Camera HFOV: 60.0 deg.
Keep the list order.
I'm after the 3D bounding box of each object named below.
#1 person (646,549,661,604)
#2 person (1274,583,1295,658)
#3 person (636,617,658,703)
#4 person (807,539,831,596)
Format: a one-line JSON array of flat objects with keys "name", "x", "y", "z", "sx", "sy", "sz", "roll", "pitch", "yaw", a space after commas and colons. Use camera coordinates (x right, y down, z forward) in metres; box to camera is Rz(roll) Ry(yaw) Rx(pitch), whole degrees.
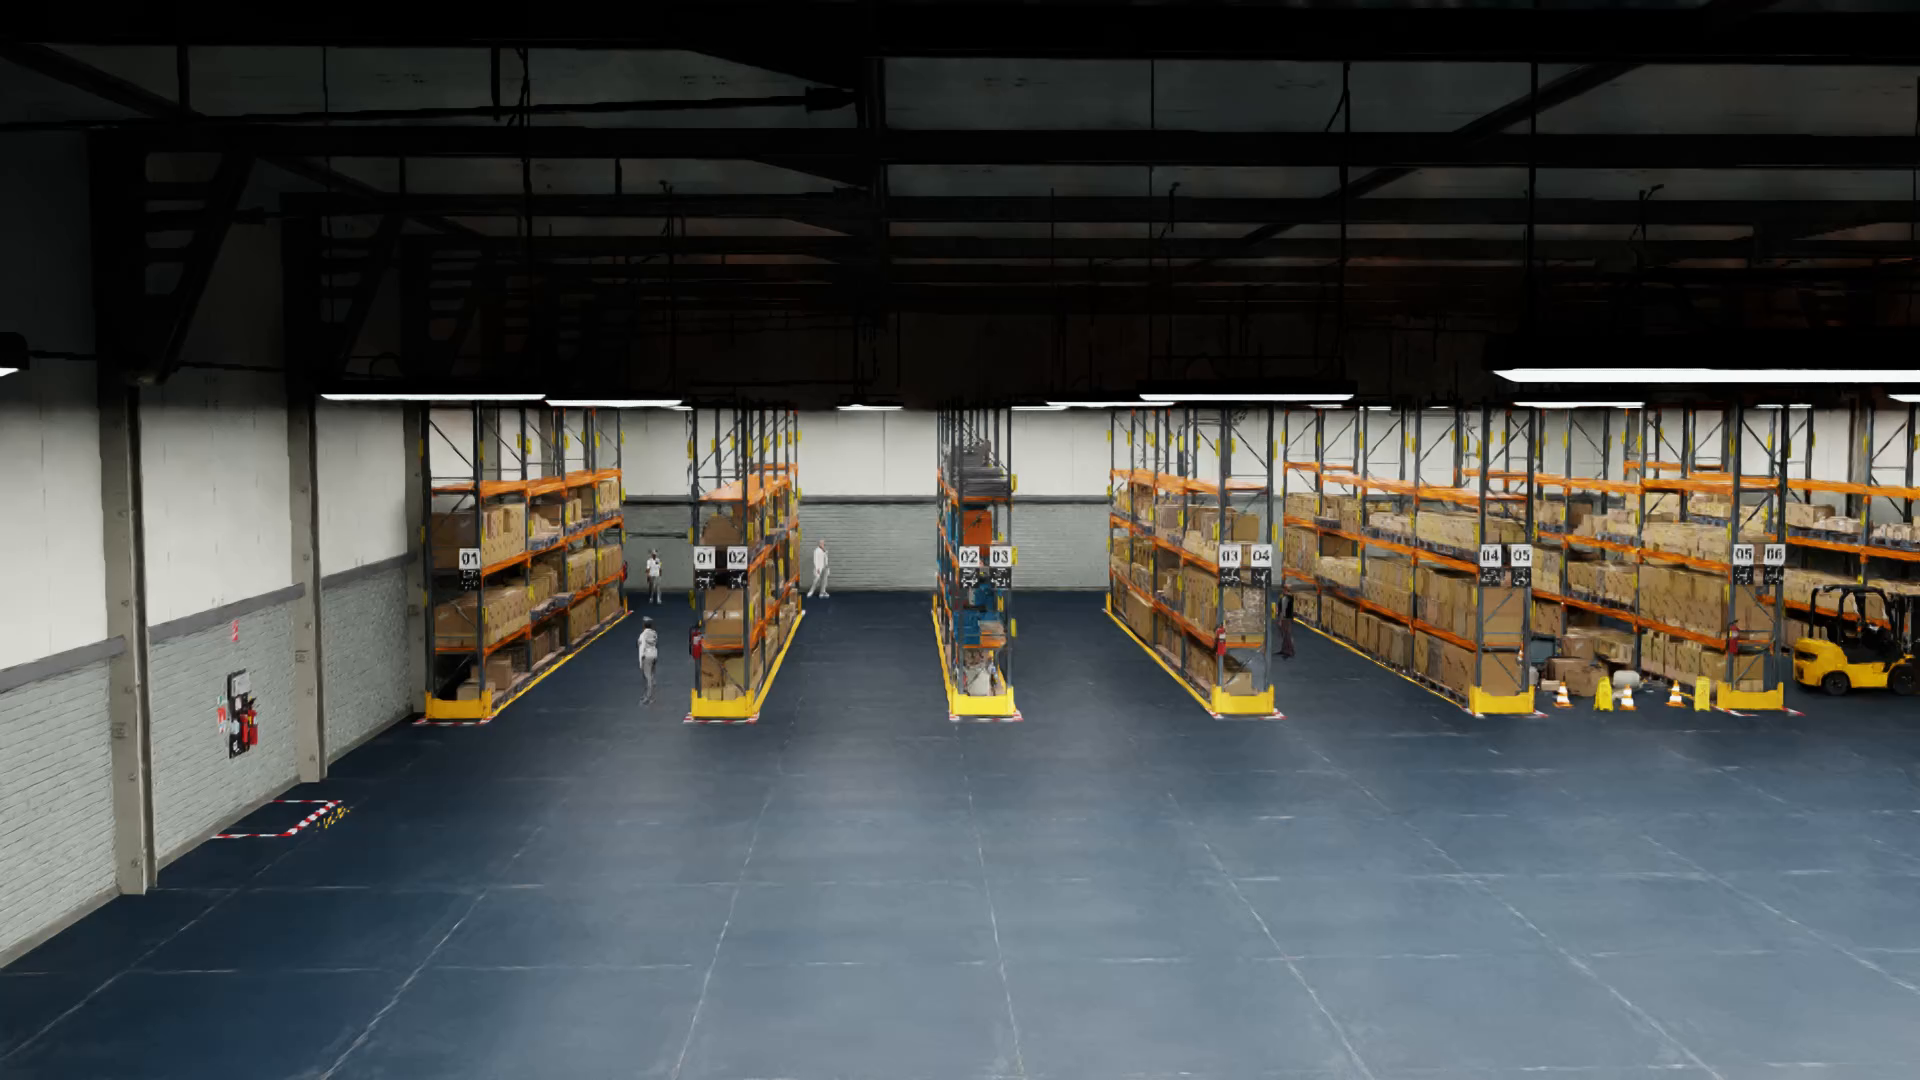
[{"name": "person", "x": -9.128, "y": 1.070, "z": 49.559, "sx": 0.448, "sy": 1.622, "sz": 0.996, "roll": -1, "pitch": 4, "yaw": -10}, {"name": "person", "x": 7.583, "y": 1.858, "z": 38.781, "sx": 0.555, "sy": 1.722, "sz": 0.615, "roll": 2, "pitch": 5, "yaw": 26}, {"name": "person", "x": -6.178, "y": 2.352, "z": 32.702, "sx": 0.458, "sy": 1.677, "sz": 0.525, "roll": 2, "pitch": 5, "yaw": 28}, {"name": "person", "x": -4.398, "y": 0.866, "z": 51.478, "sx": 0.508, "sy": 1.774, "sz": 0.760, "roll": 4, "pitch": 6, "yaw": 41}]
